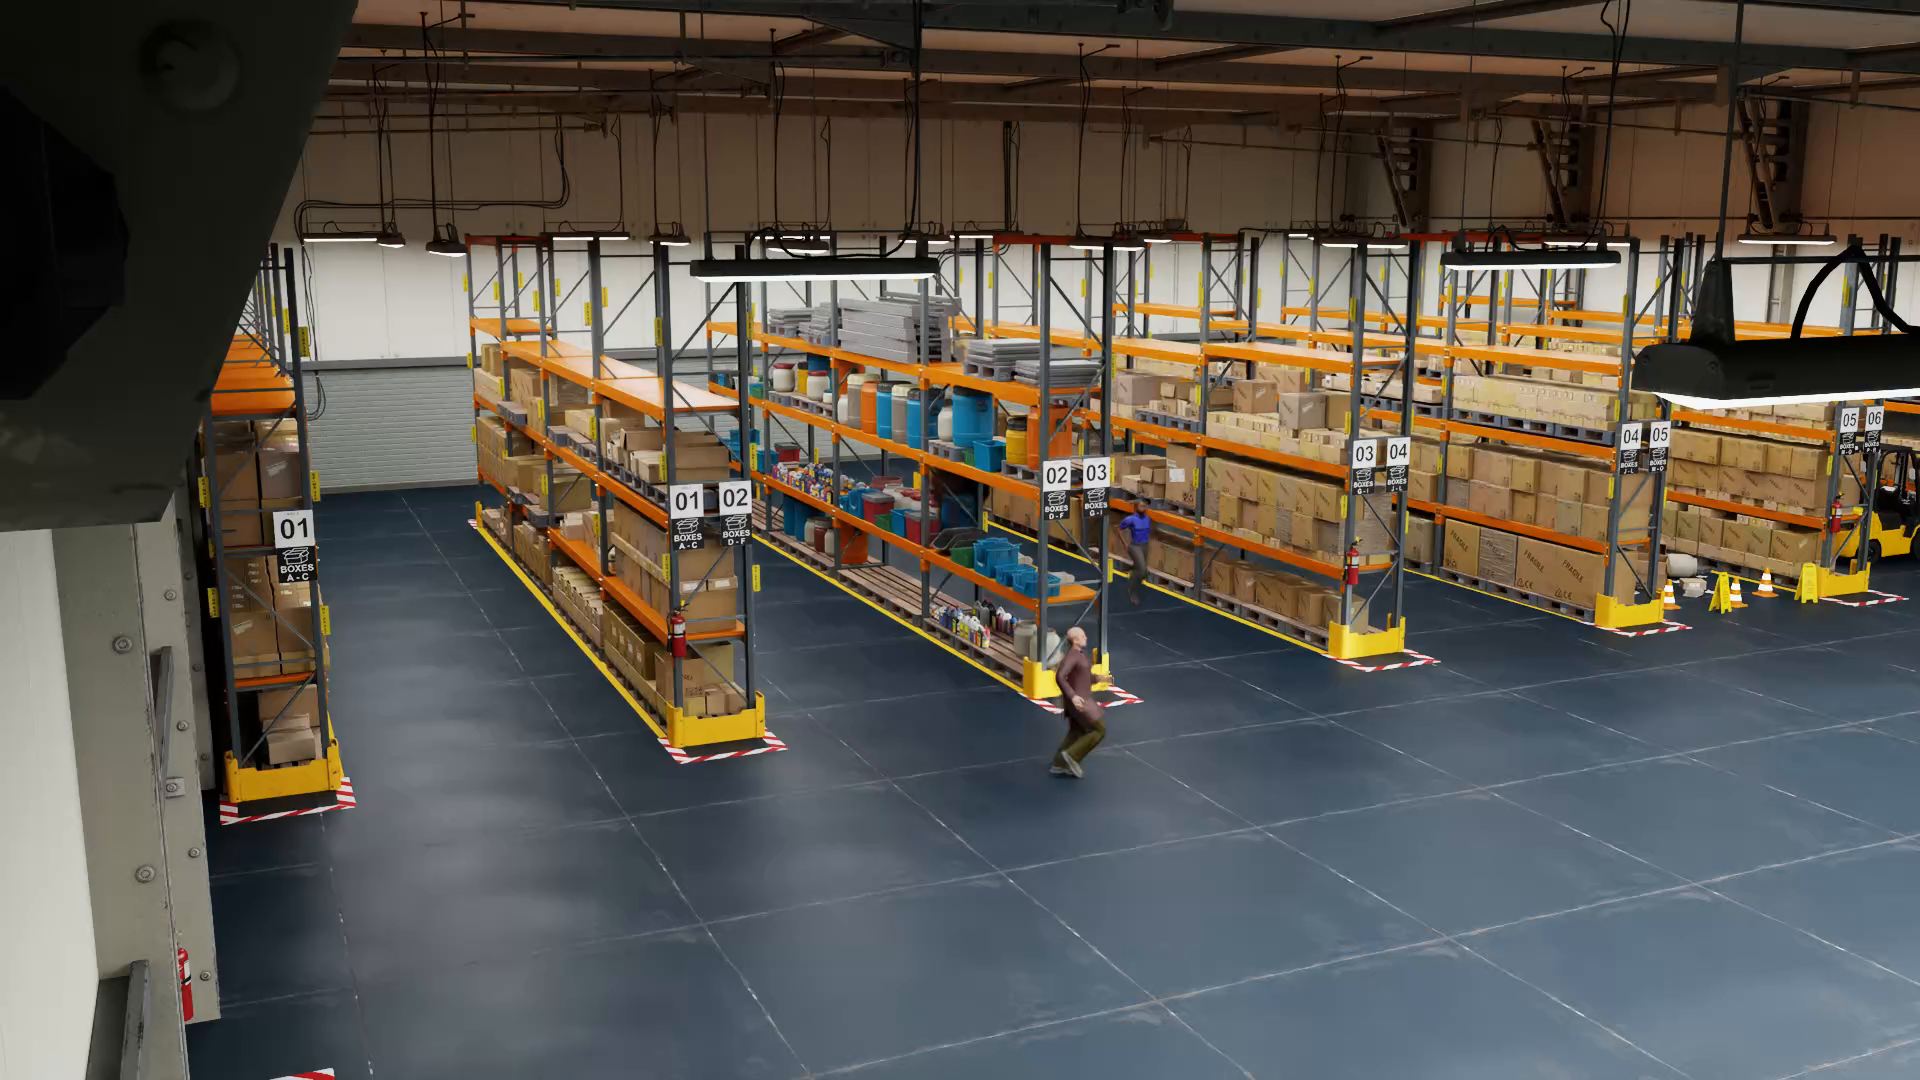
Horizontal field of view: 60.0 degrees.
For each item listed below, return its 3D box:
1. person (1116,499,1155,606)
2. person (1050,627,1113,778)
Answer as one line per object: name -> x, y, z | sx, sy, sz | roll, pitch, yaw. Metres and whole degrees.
person -> 2.849, 0.203, 26.316 | 0.545, 1.698, 0.651 | -8, 14, -37
person -> 1.388, 1.847, 18.954 | 0.700, 1.742, 0.694 | 0, 11, -1
